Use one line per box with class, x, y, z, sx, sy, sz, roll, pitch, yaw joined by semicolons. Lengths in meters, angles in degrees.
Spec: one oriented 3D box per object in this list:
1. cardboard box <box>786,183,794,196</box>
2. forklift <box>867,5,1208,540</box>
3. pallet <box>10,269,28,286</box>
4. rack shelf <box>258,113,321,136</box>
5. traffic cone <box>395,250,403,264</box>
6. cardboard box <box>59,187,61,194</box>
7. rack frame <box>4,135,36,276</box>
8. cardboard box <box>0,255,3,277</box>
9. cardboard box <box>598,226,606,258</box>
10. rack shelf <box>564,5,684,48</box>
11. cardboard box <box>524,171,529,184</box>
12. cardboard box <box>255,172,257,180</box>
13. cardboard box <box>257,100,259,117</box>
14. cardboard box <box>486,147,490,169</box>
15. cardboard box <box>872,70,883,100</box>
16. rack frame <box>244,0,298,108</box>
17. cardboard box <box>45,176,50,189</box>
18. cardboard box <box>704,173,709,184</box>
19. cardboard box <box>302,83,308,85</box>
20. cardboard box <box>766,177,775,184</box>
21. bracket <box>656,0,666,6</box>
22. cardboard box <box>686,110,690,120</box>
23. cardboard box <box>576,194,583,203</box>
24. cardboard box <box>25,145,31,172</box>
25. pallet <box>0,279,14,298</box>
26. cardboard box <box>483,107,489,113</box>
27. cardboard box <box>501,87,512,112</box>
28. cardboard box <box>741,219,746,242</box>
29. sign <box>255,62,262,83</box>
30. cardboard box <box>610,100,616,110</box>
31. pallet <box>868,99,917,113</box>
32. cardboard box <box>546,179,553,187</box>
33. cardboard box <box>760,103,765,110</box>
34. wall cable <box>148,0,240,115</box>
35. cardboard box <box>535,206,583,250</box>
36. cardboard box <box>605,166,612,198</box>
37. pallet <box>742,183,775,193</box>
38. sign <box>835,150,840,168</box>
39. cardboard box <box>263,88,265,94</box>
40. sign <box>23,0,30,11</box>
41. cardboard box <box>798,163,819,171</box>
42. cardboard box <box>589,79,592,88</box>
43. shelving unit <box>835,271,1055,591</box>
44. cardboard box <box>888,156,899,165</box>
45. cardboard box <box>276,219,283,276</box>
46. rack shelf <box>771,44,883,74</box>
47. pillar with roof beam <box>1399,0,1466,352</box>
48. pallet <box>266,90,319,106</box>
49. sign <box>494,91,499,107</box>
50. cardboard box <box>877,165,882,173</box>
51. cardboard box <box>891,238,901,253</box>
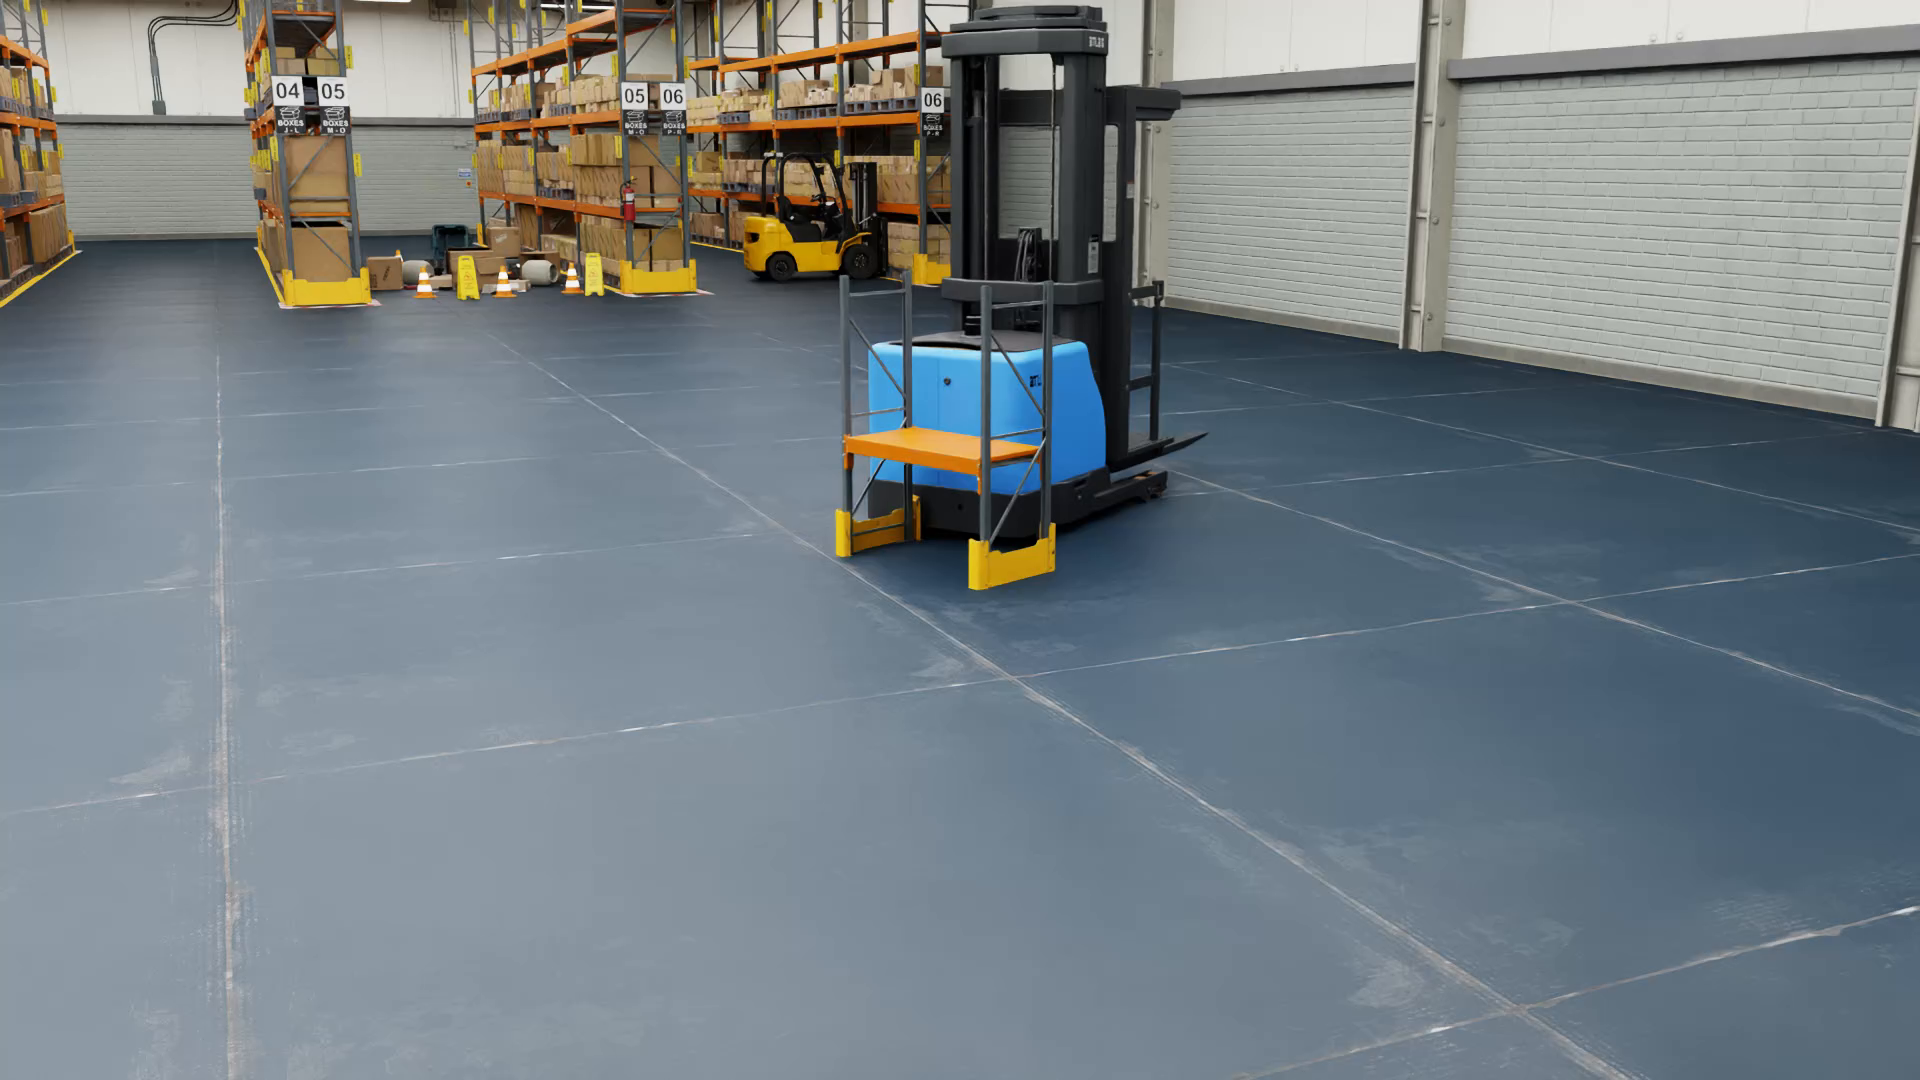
cardboard box;-3.260;-7.207;34.187;0.500;0.250;0.500;-6;14;-24
forklift;0.663;-1.712;10.267;1.130;2.935;3.031;8;15;30
pallet;-16.241;-4.382;27.834;1.003;0.211;1.213;-6;14;-23
rack shelf;-11.651;-7.278;29.108;1.077;0.370;4.000;-6;14;-23
traffic cone;-10.004;-4.932;29.652;0.336;0.463;0.334;-6;14;-23
cardboard box;-19.493;-7.483;35.605;0.380;0.149;0.250;-5;14;-22
rack frame;-17.037;-6.154;29.305;1.000;3.000;0.127;-6;14;-23
cardboard box;-15.661;-4.452;26.523;0.700;0.500;0.500;-7;15;-27
cardboard box;-5.720;-4.981;27.740;0.500;0.500;0.500;-6;14;-24
rack shelf;-5.554;-8.380;27.221;1.077;0.370;4.000;-6;14;-23
cardboard box;-8.593;-7.402;33.922;0.500;0.250;0.500;-6;14;-24
cardboard box;-13.176;-6.924;31.599;0.380;0.149;0.250;-5;14;-21
cardboard box;-12.914;-8.186;31.212;0.500;0.500;0.500;-6;14;-23
cardboard box;-10.603;-8.798;38.290;0.500;0.500;0.500;-6;14;-23
cardboard box;-1.125;-8.024;29.354;0.797;0.503;0.637;-5;14;-21
rack frame;-14.055;-10.330;34.045;1.000;3.000;0.127;-6;14;-23
cardboard box;-18.588;-7.172;33.381;0.500;0.250;0.500;-6;14;-24
cardboard box;-5.842;-8.686;39.918;0.500;0.250;0.500;-6;14;-23
cardboard box;-10.215;-7.358;26.376;0.500;0.250;0.500;-6;14;-23
cardboard box;-4.025;-7.681;35.531;0.380;0.149;0.250;-5;14;-22
bracket;-8.310;-15.009;46.278;0.235;0.232;0.430;-6;14;-23
cardboard box;-6.465;-10.464;40.951;0.500;0.250;0.500;-5;14;-22
cardboard box;-6.523;-6.006;29.224;0.380;0.149;0.250;-6;14;-23
cardboard box;-18.112;-7.243;31.567;0.797;0.503;0.637;-5;14;-22
pallet;-15.134;-3.833;25.463;1.003;0.211;1.213;-6;14;-23
cardboard box;-10.937;-10.048;38.884;0.380;0.149;0.250;-5;14;-21
cardboard box;-9.472;-9.381;35.446;0.500;0.500;0.500;-6;14;-24
cardboard box;-4.607;-6.978;37.480;0.500;0.500;0.500;-6;14;-25
sign;-11.343;-7.570;26.927;0.100;0.325;0.005;-6;14;-23
cardboard box;-5.281;-6.832;26.140;0.380;0.149;0.250;-6;14;-23
pallet;-0.958;-7.664;29.375;1.003;0.211;1.213;-6;14;-23
cardboard box;-7.756;-6.866;32.009;0.380;0.149;0.250;-6;14;-23
cardboard box;-4.081;-9.291;35.658;0.380;0.149;0.250;-6;14;-23
wall cable;-19.349;-13.776;41.800;2.277;5.999;0.120;-6;14;-23
cardboard box;-8.158;-6.368;34.014;0.875;0.875;0.875;-6;14;-23
cardboard box;-5.419;-5.781;26.812;0.500;0.500;0.500;-6;14;-23
pallet;-4.194;-7.806;36.869;1.003;0.211;1.213;-6;14;-23
sign;-2.302;-7.146;31.200;0.100;0.325;0.005;-6;14;-23
cardboard box;-10.811;-7.136;26.300;0.380;0.149;0.250;-6;14;-23
sign;-18.147;-10.448;32.307;0.100;0.325;0.005;-6;14;-23
cardboard box;-3.074;-7.562;33.731;0.380;0.149;0.250;-5;14;-22
cardboard box;-5.956;-7.591;27.652;0.380;0.149;0.250;-6;14;-24
shelving unit;-0.088;-0.609;8.674;1.083;1.500;0.587;12;18;43
cardboard box;-1.037;-6.611;28.963;0.380;0.149;0.250;-5;14;-22
cardboard box;-10.662;-4.787;27.183;0.875;0.875;0.875;-5;14;-22
rack shelf;-2.610;-9.462;32.777;1.077;0.370;4.000;-6;14;-23
pillar with roof beam;1.203;-6.125;15.876;9.100;9.000;0.400;-6;14;-23
pallet;-10.047;-6.751;25.430;1.003;0.211;1.213;-6;14;-23
sign;-10.067;-9.576;36.120;0.100;0.325;0.005;-6;14;-23
cardboard box;-1.321;-6.625;29.683;0.380;0.149;0.250;-6;14;-24
cardboard box;-0.878;-5.130;28.942;0.500;0.250;0.500;-6;14;-24
